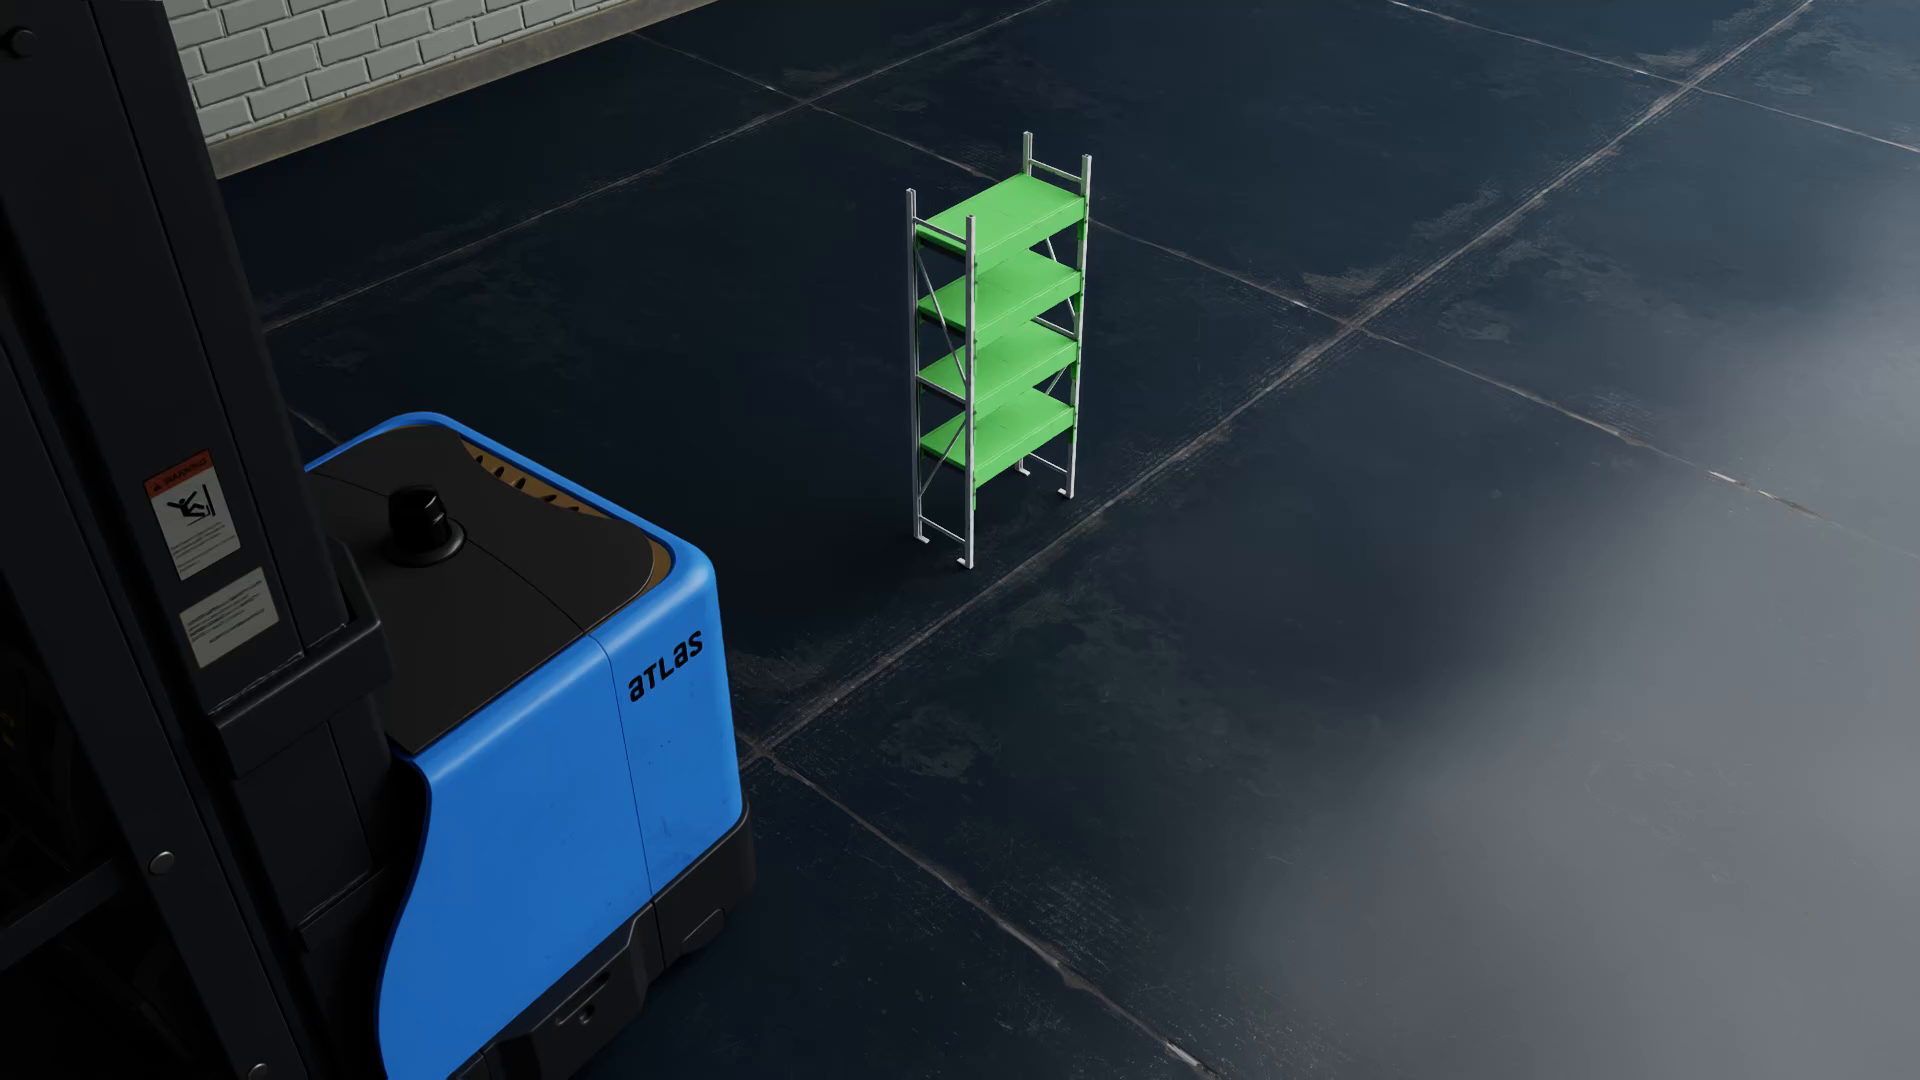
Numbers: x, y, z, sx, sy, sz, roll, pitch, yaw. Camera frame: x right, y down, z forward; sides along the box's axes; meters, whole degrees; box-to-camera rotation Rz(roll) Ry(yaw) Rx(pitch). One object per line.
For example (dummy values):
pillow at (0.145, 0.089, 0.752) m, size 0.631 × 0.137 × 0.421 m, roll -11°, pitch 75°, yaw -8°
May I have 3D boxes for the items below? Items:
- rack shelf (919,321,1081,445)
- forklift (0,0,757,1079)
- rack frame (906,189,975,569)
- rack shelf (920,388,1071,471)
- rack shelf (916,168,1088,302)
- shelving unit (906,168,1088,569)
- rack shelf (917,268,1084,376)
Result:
rack shelf at (0.112, -0.496, 5.012) m, size 0.258 × 0.148 × 0.480 m, roll 30°, pitch 47°, yaw 32°
forklift at (-1.791, 0.277, 2.547) m, size 1.130 × 2.935 × 3.031 m, roll 25°, pitch 45°, yaw 28°
rack frame at (-0.053, -0.434, 4.831) m, size 0.240 × 1.200 × 0.015 m, roll 30°, pitch 47°, yaw 32°
rack shelf at (0.112, -0.350, 5.128) m, size 0.221 × 0.021 × 0.457 m, roll 30°, pitch 47°, yaw 32°
rack shelf at (0.112, -0.871, 4.713) m, size 0.258 × 0.148 × 0.480 m, roll 30°, pitch 47°, yaw 32°
shelving unit at (0.108, -0.543, 4.969) m, size 0.258 × 1.200 × 0.492 m, roll 30°, pitch 47°, yaw 32°
rack shelf at (0.112, -0.684, 4.863) m, size 0.258 × 0.148 × 0.480 m, roll 30°, pitch 47°, yaw 32°
